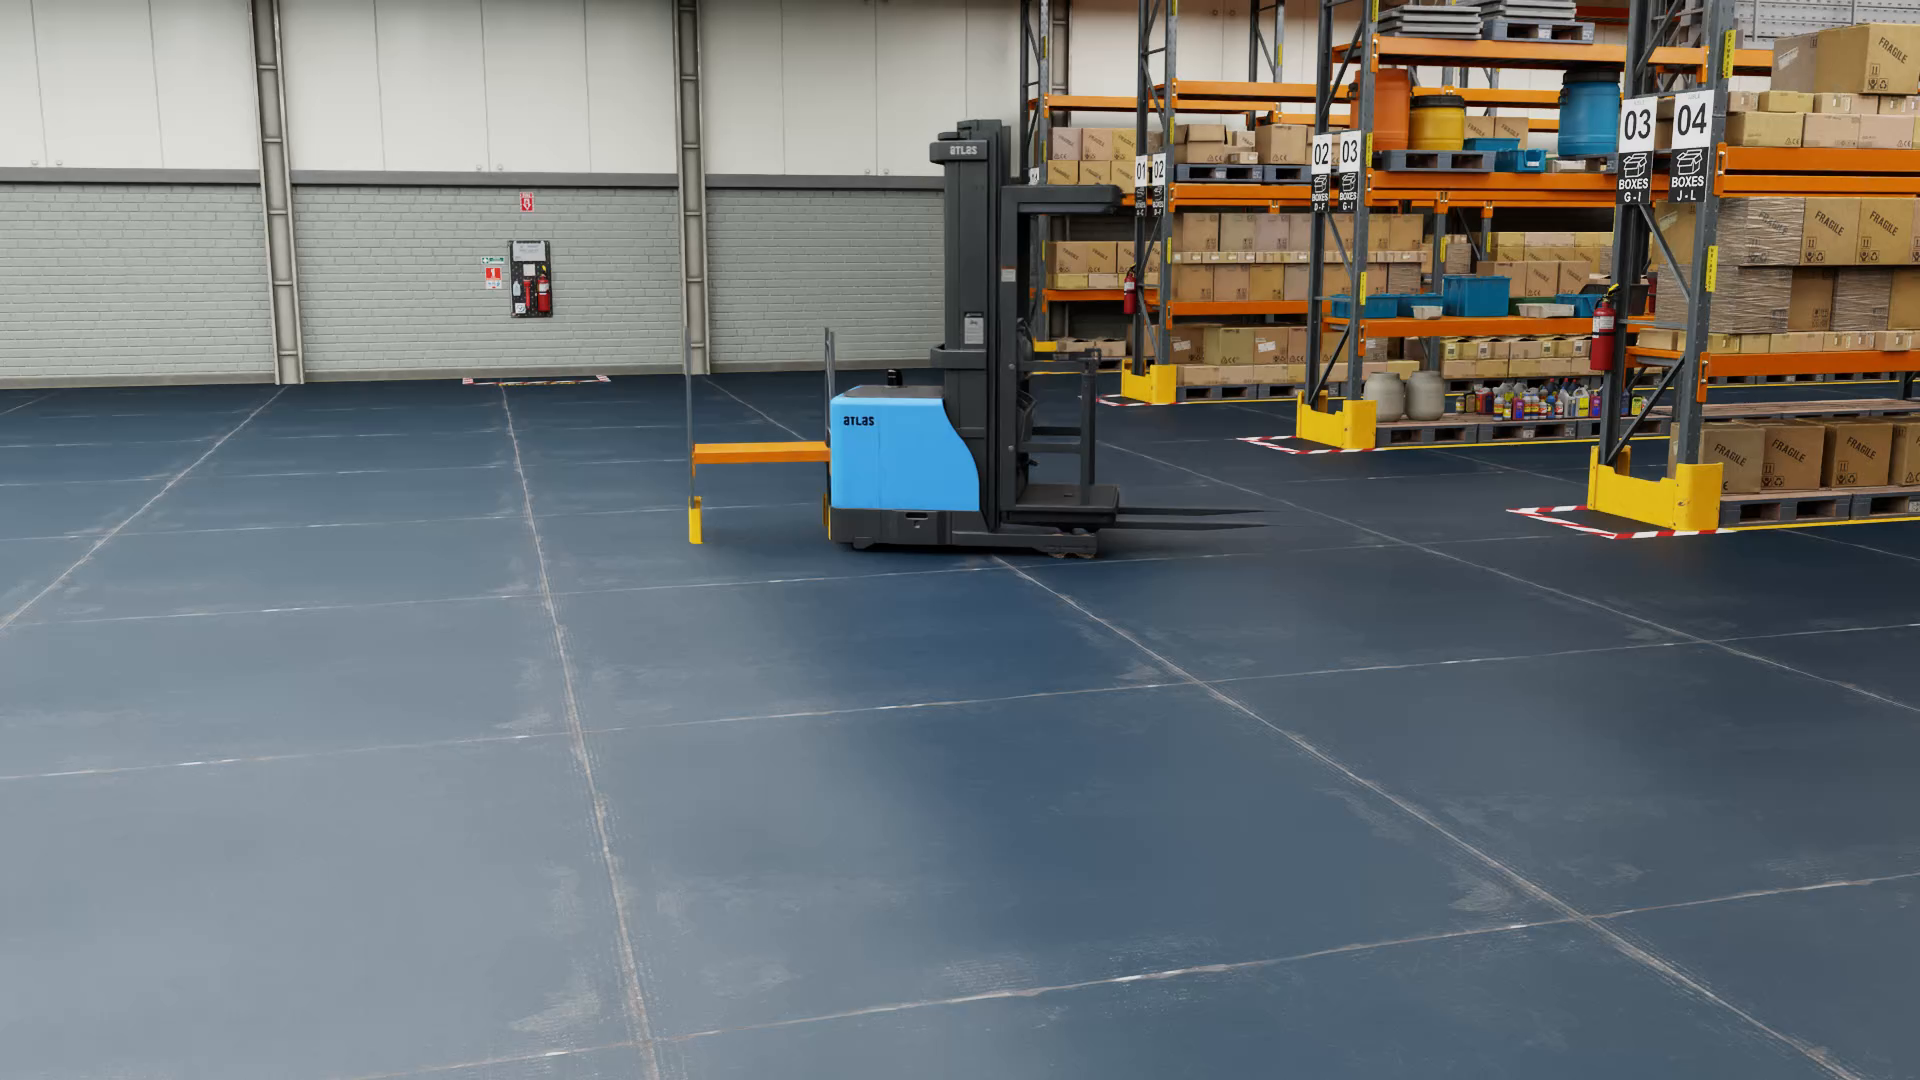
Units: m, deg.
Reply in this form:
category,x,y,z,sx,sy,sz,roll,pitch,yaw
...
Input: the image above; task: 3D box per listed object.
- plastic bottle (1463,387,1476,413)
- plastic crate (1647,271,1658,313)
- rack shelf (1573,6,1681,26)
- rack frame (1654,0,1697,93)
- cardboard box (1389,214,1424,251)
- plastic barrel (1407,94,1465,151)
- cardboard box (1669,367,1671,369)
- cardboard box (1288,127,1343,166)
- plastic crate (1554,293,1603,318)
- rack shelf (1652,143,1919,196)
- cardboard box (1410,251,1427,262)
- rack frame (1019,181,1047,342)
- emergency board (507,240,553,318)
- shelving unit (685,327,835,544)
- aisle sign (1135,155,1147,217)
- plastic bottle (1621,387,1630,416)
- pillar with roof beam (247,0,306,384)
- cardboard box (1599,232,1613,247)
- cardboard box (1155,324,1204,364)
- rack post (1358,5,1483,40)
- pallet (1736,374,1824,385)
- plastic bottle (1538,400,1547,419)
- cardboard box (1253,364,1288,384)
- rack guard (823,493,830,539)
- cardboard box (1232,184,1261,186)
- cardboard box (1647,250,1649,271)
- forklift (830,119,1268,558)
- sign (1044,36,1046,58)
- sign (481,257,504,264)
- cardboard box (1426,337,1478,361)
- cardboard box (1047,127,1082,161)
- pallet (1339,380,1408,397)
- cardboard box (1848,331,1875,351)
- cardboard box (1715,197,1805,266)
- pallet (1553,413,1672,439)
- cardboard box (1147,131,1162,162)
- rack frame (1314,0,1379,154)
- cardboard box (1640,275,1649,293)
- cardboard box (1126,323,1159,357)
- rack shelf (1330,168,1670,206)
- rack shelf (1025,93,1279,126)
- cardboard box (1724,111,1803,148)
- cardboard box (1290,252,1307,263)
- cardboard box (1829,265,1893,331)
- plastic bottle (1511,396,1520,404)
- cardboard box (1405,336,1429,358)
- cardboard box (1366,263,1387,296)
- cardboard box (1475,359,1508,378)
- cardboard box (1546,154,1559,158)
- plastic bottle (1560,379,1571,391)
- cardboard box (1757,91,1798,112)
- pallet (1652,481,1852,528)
category,x,y,z,sx,sy,sz,roll,pitch,yaw
plastic bottle,5.673,-1.561,18.530,0.133,0.283,0.061,-3,11,-15
plastic crate,8.145,-2.814,18.871,0.583,0.464,0.402,-3,11,-16
rack shelf,10.757,-8.962,28.680,4.000,0.370,1.077,-3,11,-16
rack frame,10.225,-6.719,23.690,0.127,3.000,1.000,-3,11,-16
cardboard box,5.961,-4.230,22.879,0.500,0.500,0.700,-3,11,-16
plastic barrel,4.984,-4.357,17.462,0.600,0.588,0.600,0,10,0
cardboard box,10.742,-2.729,24.275,0.500,0.500,0.500,-3,11,-14
cardboard box,4.768,-5.306,22.468,0.637,0.503,0.797,-2,11,-10
plastic crate,6.779,-2.529,17.908,0.616,0.251,0.499,-3,11,-16
rack shelf,7.230,-2.864,13.022,4.000,0.370,1.077,-3,11,-16
cardboard box,6.184,-3.883,22.789,0.250,0.149,0.380,-3,11,-16
rack frame,1.156,-4.225,26.710,0.127,3.000,1.000,-3,11,-16
emergency board,-6.558,-3.989,25.427,0.643,1.169,0.194,-3,11,-16
shelving unit,-1.443,-0.778,12.130,1.083,1.500,0.587,-2,11,-9
aisle sign,2.399,-4.690,22.058,0.004,0.787,0.394,-3,11,-16
plastic bottle,7.228,-1.536,18.206,0.185,0.351,0.144,-3,11,-17
pillar with roof beam,-8.732,-6.005,19.813,0.400,9.000,9.100,-3,11,-16
cardboard box,11.317,-5.288,29.262,0.500,0.250,0.500,-3,11,-15
cardboard box,2.976,-2.666,22.605,0.500,0.500,0.500,-3,11,-16
rack post,4.686,-5.223,16.945,0.954,0.300,0.937,-2,11,-10
pallet,12.122,-2.490,24.987,1.213,0.211,1.003,-3,11,-16
plastic bottle,6.273,-1.408,17.922,0.097,0.201,0.097,0,10,0
cardboard box,4.081,-2.258,22.460,0.500,0.250,0.500,-3,11,-16
rack guard,-0.951,-0.177,12.320,0.087,0.250,0.587,-2,11,-9
cardboard box,4.578,-5.893,27.155,0.500,0.500,0.500,-3,11,-14
cardboard box,11.818,-4.943,29.457,0.500,0.500,0.500,-3,11,-15
forklift,0.644,-1.418,11.652,3.031,2.935,1.130,1,11,7
sign,1.308,-7.579,25.563,0.005,0.325,0.100,-3,11,-16
sign,-7.111,-4.255,25.314,0.331,0.109,0.001,-3,11,-16
cardboard box,6.851,-2.674,23.172,0.500,0.311,0.500,-3,11,-16
cardboard box,1.594,-6.228,26.214,0.500,0.500,0.500,-4,11,-20
pallet,5.610,-2.162,23.207,1.213,0.211,1.003,-3,11,-16
cardboard box,6.848,-1.555,12.904,0.250,0.149,0.380,-3,11,-16
cardboard box,5.914,-2.309,12.446,0.500,0.500,0.500,-3,11,-16
pallet,7.109,-1.307,18.562,1.213,0.211,1.003,-3,11,-16
cardboard box,2.982,-6.393,27.109,0.500,0.500,0.500,-3,11,-16
rack frame,3.925,-5.453,16.812,0.127,3.000,1.000,-3,11,-16
cardboard box,9.864,-3.714,24.182,0.500,0.311,0.500,-2,11,-12
cardboard box,3.111,-3.288,27.313,0.500,0.500,0.700,-4,11,-20
rack shelf,5.845,-3.725,17.699,4.000,0.370,1.077,-3,11,-16
rack shelf,3.076,-6.921,26.782,4.000,0.370,1.077,-3,11,-16
cardboard box,5.844,-3.022,12.309,0.500,0.250,0.500,-3,11,-14
cardboard box,4.457,-3.792,22.292,0.250,0.149,0.380,-3,11,-15
cardboard box,6.784,-1.924,13.115,0.500,0.500,0.875,-3,11,-16
plastic bottle,6.182,-1.517,18.517,0.097,0.201,0.097,0,10,0
cardboard box,6.694,-2.767,23.676,0.500,0.311,0.500,-3,11,-16
cardboard box,5.456,-3.564,22.845,0.500,0.500,0.700,-3,11,-17
cardboard box,7.332,-2.423,23.360,0.500,0.250,0.500,-3,11,-15
cardboard box,8.238,-5.260,23.305,0.500,0.250,0.500,-4,11,-21
plastic bottle,6.875,-1.650,18.825,0.185,0.351,0.144,-3,11,-14
cardboard box,5.914,-3.209,12.222,0.250,0.149,0.380,-3,11,-15
pallet,6.172,-0.309,13.142,1.213,0.211,1.003,-3,11,-16
